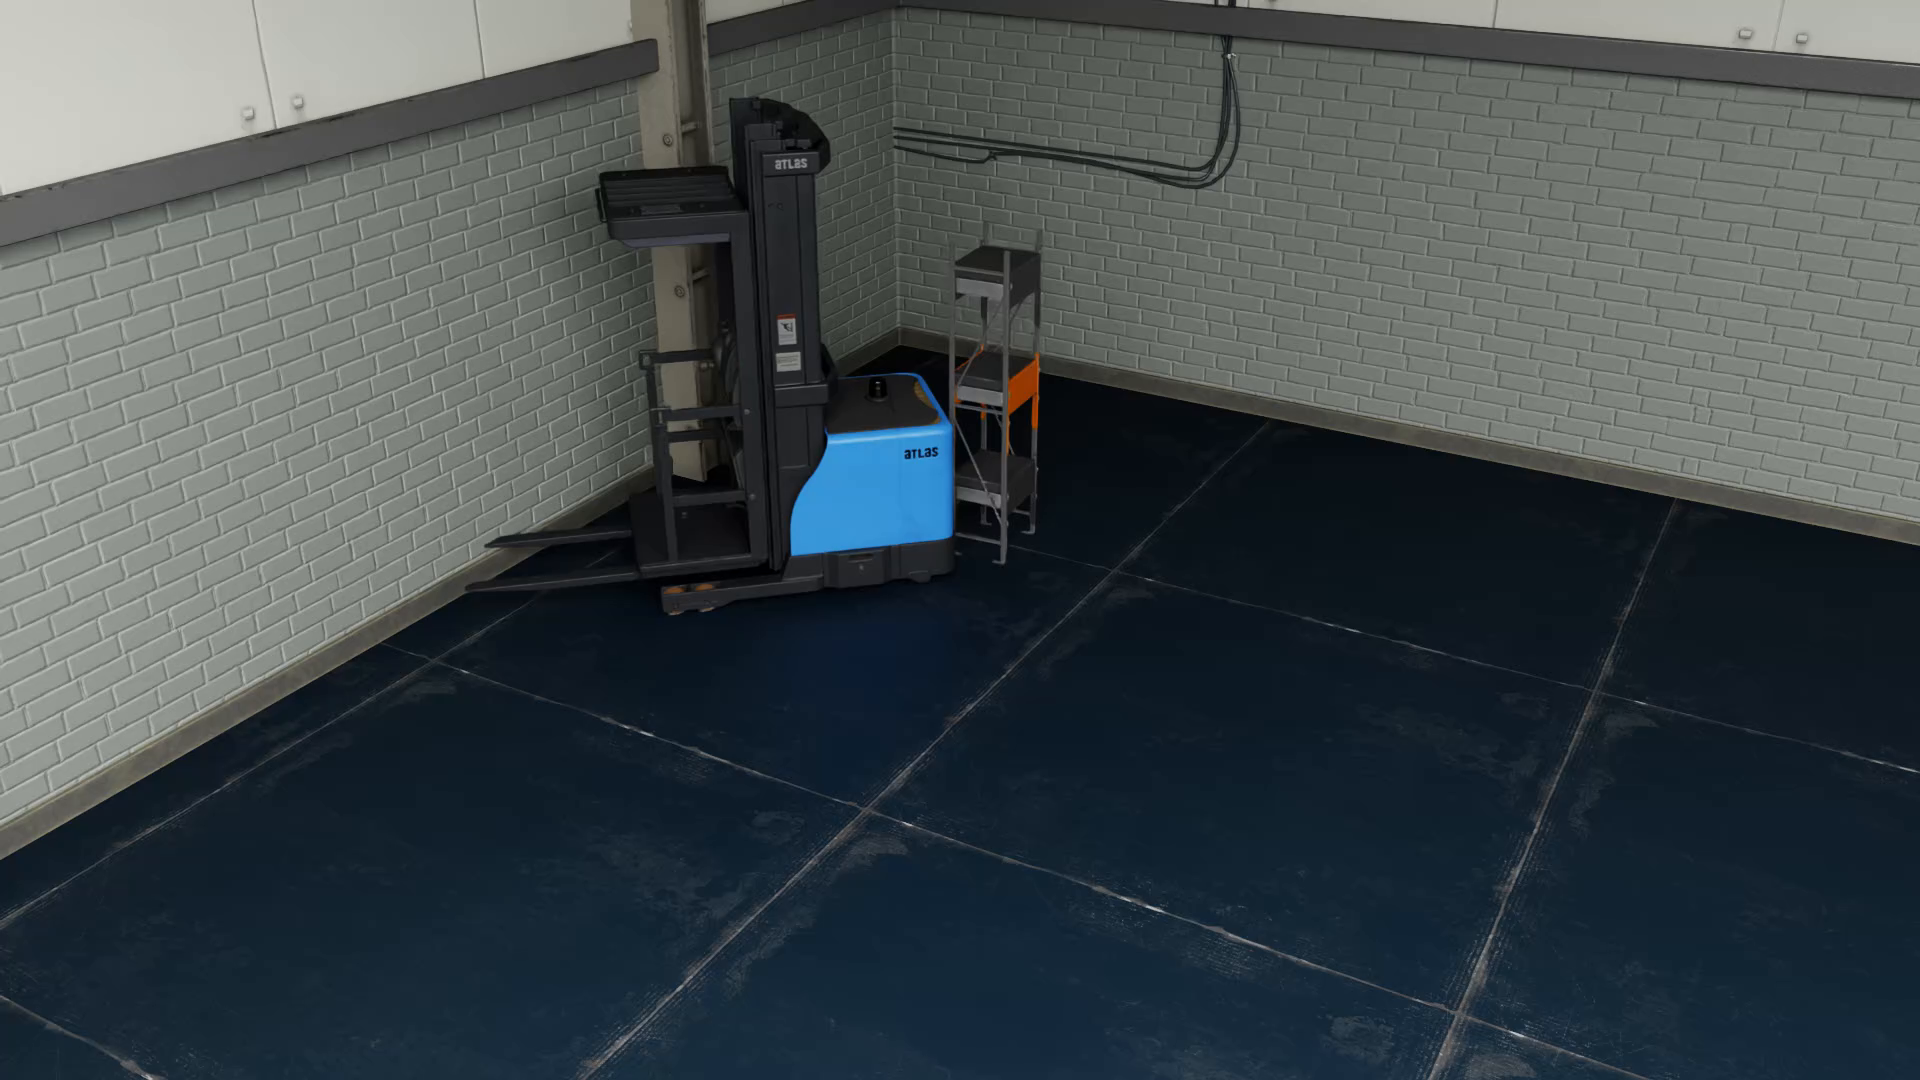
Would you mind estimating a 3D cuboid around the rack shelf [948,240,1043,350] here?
[{"bbox_3d":[0.221,-1.532,10.352,0.431,0.518,0.480,12,29,23],"label":"rack shelf"}]

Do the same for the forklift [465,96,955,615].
[{"bbox_3d":[-1.603,-1.110,10.112,3.031,2.935,1.130,-6,27,-12],"label":"forklift"}]

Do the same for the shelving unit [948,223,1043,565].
[{"bbox_3d":[0.221,-0.918,10.659,0.431,2.100,0.503,12,29,23],"label":"shelving unit"}]

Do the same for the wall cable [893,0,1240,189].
[{"bbox_3d":[0.709,-4.023,12.623,3.097,2.526,0.112,14,30,26],"label":"wall cable"}]

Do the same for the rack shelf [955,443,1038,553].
[{"bbox_3d":[0.221,-0.280,10.978,0.431,0.518,0.480,12,29,23],"label":"rack shelf"}]

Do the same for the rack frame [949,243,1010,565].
[{"bbox_3d":[0.116,-0.820,10.462,0.400,2.100,0.015,12,29,23],"label":"rack frame"}]

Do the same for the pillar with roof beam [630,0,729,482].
[{"bbox_3d":[1.857,-3.607,8.322,9.100,9.000,0.400,14,30,26],"label":"pillar with roof beam"}]

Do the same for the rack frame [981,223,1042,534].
[{"bbox_3d":[0.326,-1.017,10.856,0.400,2.100,0.015,12,29,23],"label":"rack frame"}]

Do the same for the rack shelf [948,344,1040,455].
[{"bbox_3d":[0.221,-0.906,10.665,0.431,0.518,0.480,12,29,23],"label":"rack shelf"}]
